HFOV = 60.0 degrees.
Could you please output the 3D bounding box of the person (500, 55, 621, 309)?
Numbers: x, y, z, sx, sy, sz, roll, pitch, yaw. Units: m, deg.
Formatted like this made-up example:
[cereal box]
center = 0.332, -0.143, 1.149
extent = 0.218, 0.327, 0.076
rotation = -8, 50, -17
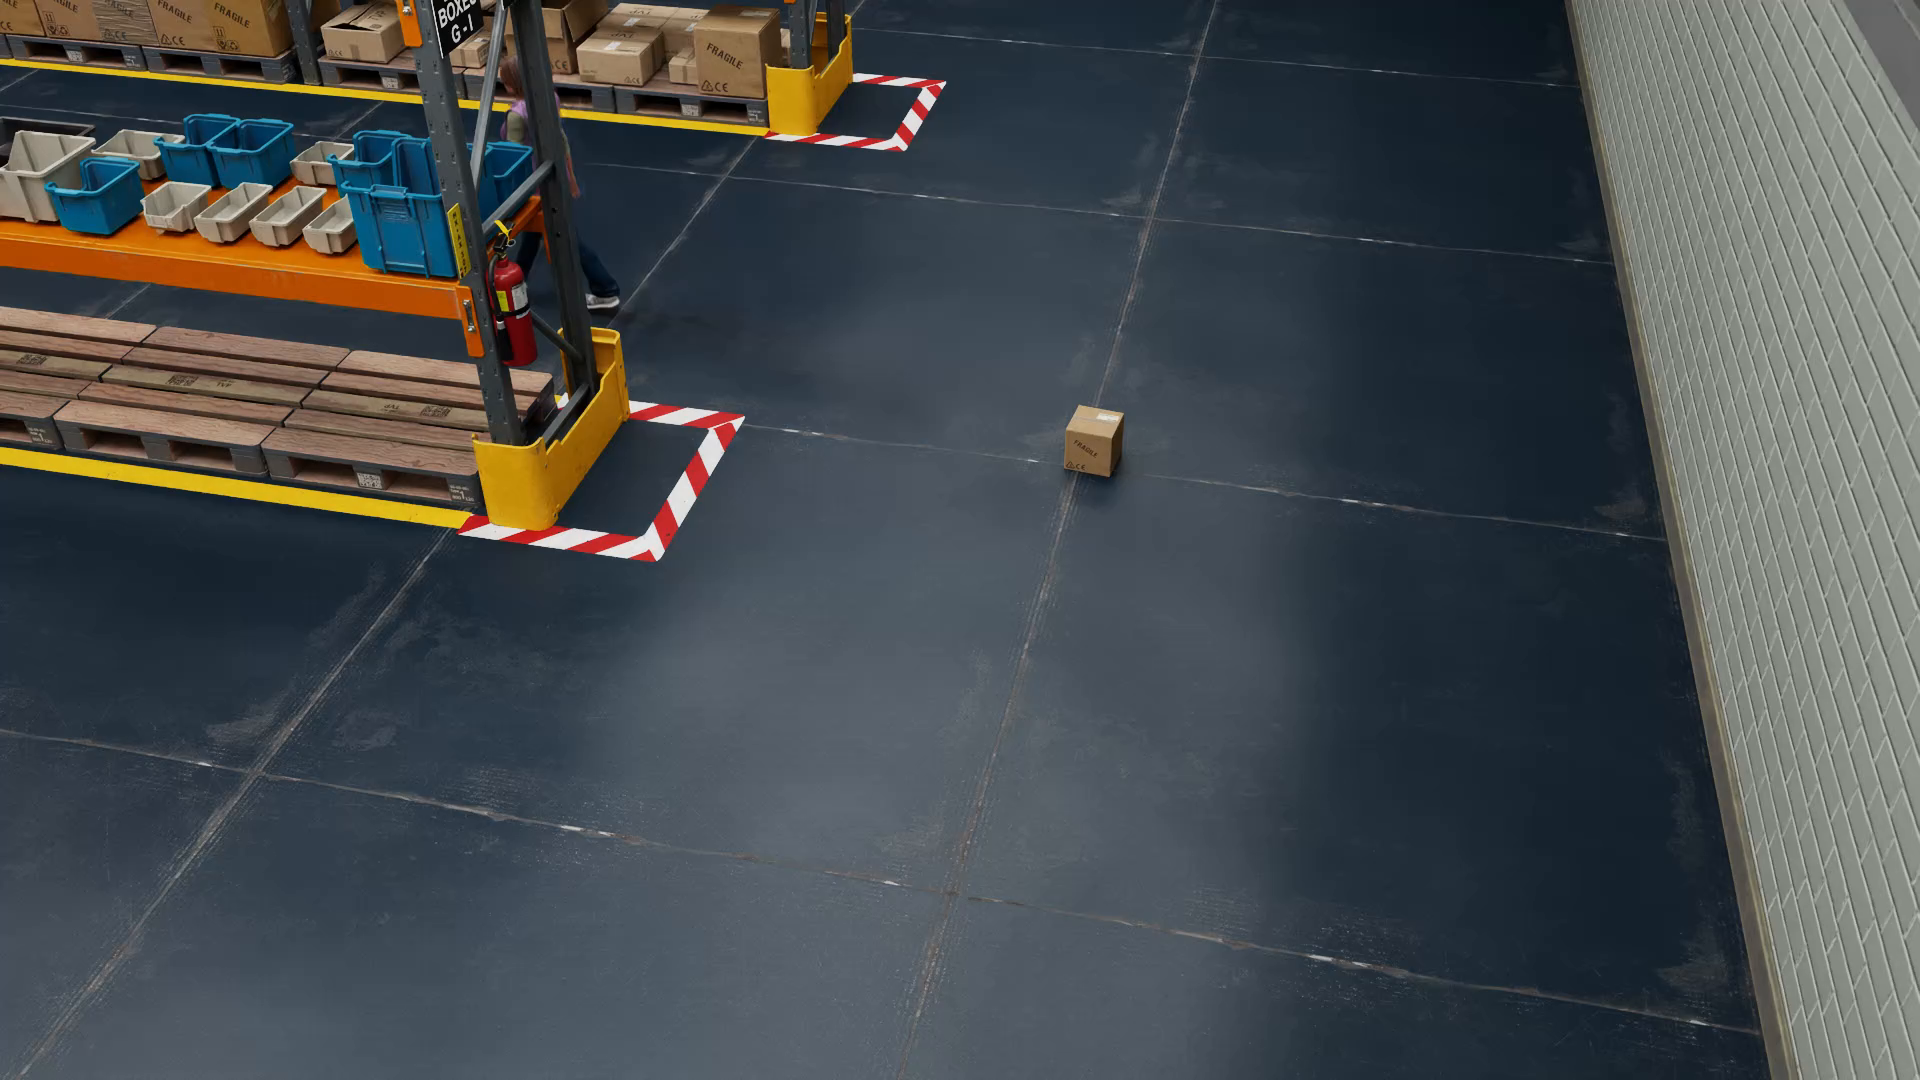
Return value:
[person]
center = -2.504, -2.066, 9.680
extent = 0.936, 1.547, 0.438
rotation = 10, 38, 12
